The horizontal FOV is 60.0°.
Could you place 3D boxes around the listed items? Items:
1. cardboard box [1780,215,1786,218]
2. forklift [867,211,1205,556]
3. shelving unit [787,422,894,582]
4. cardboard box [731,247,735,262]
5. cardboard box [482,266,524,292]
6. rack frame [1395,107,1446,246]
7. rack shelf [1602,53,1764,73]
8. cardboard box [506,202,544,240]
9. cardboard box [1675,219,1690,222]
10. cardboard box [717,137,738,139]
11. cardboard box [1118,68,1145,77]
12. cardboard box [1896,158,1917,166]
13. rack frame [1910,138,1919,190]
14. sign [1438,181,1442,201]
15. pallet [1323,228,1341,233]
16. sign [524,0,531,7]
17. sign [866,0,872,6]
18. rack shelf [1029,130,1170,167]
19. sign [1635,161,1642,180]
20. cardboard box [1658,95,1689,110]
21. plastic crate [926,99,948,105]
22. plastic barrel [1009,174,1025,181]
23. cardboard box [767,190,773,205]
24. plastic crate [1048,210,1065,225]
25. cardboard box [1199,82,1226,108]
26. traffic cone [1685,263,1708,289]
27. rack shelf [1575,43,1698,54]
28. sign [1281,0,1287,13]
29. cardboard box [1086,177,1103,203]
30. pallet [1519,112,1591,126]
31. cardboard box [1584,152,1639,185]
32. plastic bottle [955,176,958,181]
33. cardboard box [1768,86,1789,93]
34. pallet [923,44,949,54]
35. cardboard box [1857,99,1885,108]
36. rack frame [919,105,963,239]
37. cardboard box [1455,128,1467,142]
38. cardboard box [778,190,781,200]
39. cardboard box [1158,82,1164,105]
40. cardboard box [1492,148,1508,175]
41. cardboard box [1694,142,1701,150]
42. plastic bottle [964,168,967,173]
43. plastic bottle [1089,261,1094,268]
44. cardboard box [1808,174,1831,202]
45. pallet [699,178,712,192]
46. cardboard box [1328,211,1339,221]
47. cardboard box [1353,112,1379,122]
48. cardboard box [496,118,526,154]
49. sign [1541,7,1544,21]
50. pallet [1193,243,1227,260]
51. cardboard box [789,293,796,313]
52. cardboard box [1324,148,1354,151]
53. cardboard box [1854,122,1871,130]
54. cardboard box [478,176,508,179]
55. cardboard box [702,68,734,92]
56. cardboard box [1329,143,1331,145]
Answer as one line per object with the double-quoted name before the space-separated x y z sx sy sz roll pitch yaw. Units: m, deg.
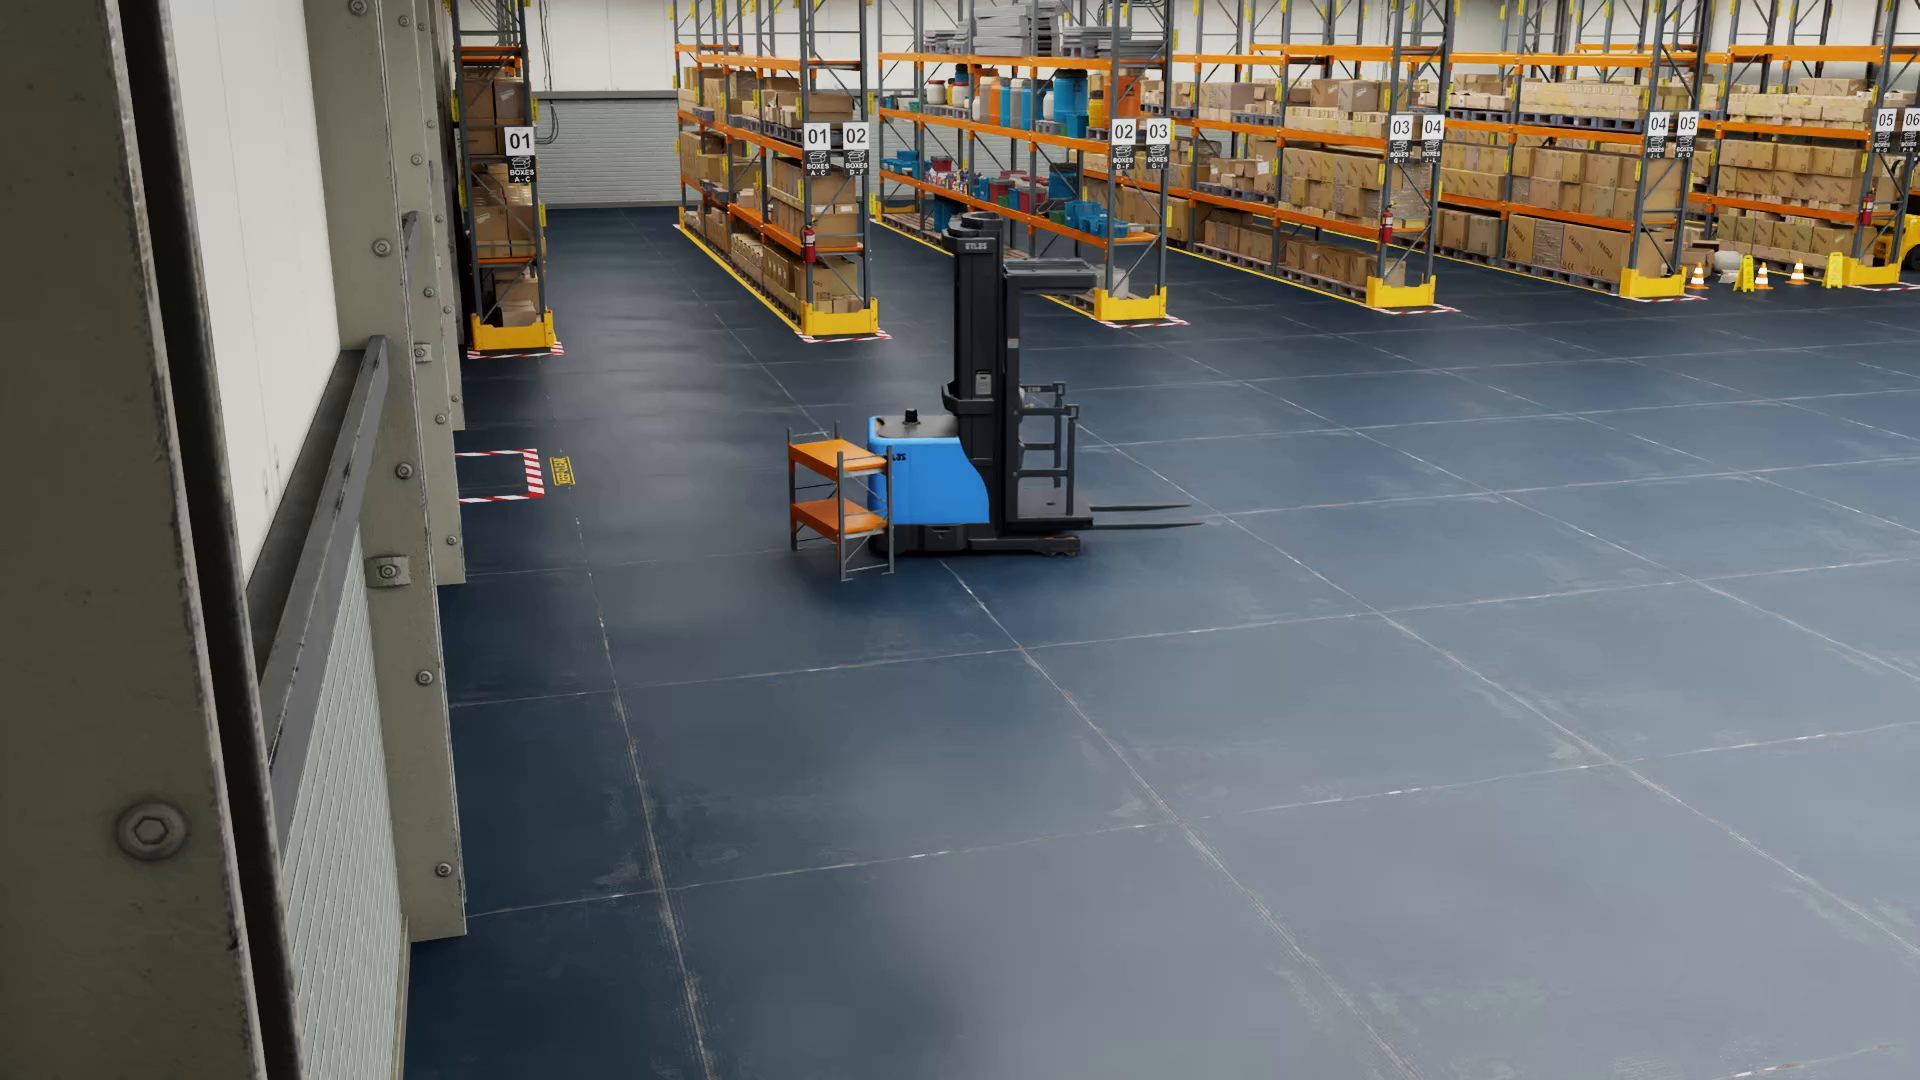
"cardboard box" 16.624 -6.336 33.875 0.500 0.500 0.500 -4 17 -14
"forklift" 0.678 -1.413 14.860 3.031 2.935 1.130 -1 17 -3
"shelving unit" -1.044 -0.353 14.471 0.538 1.125 1.048 -9 19 -28
"cardboard box" -4.230 -5.632 32.836 0.500 0.250 0.500 -5 17 -15
"cardboard box" -7.973 -4.633 29.040 0.700 0.500 0.500 -4 17 -13
"rack frame" 10.231 -8.063 36.877 1.000 3.000 0.127 -5 17 -15
"rack shelf" 15.512 -10.266 35.729 1.077 0.370 4.000 -5 17 -15
"cardboard box" -6.498 -4.763 24.816 0.500 0.500 0.500 -5 17 -15
"cardboard box" 15.522 -6.854 36.690 0.950 0.372 0.625 -4 17 -13
"cardboard box" -5.192 -8.845 37.569 0.500 0.500 0.500 -5 18 -17
"cardboard box" 4.082 -11.158 39.587 0.500 0.250 0.500 -6 18 -19
"cardboard box" 20.526 -8.204 36.048 0.380 0.149 0.250 -4 17 -13
"rack frame" 20.833 -7.769 35.899 1.000 3.000 0.127 -5 17 -15
"sign" 8.154 -5.943 28.316 0.100 0.325 0.005 -5 17 -15
"pallet" 9.347 -7.618 40.245 1.003 0.211 1.213 -5 17 -15
"sign" -6.134 -7.712 23.520 0.100 0.325 0.005 -5 17 -15
"sign" -1.358 -8.142 24.814 0.100 0.325 0.005 -5 17 -15
"rack shelf" 2.321 -6.739 28.508 1.077 0.370 4.000 -5 17 -15
"sign" 11.904 -6.479 29.179 0.100 0.325 0.005 -5 17 -15
"cardboard box" 12.543 -7.760 29.495 0.500 0.250 0.500 -5 17 -15
"plastic crate" -0.505 -10.153 38.848 0.497 0.269 0.590 -5 17 -15
"plastic barrel" 1.160 -7.093 33.454 0.421 0.512 0.421 0 17 0
"cardboard box" -3.333 -6.217 30.559 0.500 0.500 0.500 -3 17 -11
"plastic crate" 1.873 -5.701 29.384 0.450 0.188 0.662 -5 17 -15
"cardboard box" 5.316 -9.272 34.646 0.500 0.500 0.500 -5 17 -15
"traffic cone" 13.649 -4.894 30.738 0.336 0.463 0.334 -5 17 -15
"rack shelf" 18.085 -13.062 44.349 1.077 0.370 4.000 -5 17 -15
"sign" 6.001 -9.943 30.810 0.100 0.325 0.005 -5 17 -15
"cardboard box" 3.738 -8.672 41.870 0.875 0.875 0.875 -5 17 -15
"pallet" 11.545 -8.123 32.019 1.003 0.211 1.213 -5 17 -15
"cardboard box" 12.101 -6.855 30.719 0.875 0.550 0.550 -5 17 -15
"plastic bottle" -0.076 -7.708 35.899 0.061 0.283 0.133 -5 17 -15
"cardboard box" 19.355 -10.645 39.311 0.380 0.149 0.250 -4 17 -13
"pallet" -0.171 -10.778 36.512 1.003 0.211 1.213 -5 17 -15
"cardboard box" 16.784 -8.037 30.630 0.380 0.149 0.250 -5 17 -15
"rack frame" -0.428 -8.413 38.044 1.000 3.000 0.127 -5 17 -15
"cardboard box" 13.187 -10.505 43.095 0.500 0.500 0.500 -4 17 -15
"cardboard box" -2.890 -5.866 28.262 0.380 0.149 0.250 -5 17 -16
"cardboard box" 4.852 -9.949 37.033 0.797 0.503 0.637 -5 17 -16
"cardboard box" 11.188 -7.620 33.491 0.700 0.500 0.500 -5 17 -16
"cardboard box" 15.516 -8.377 35.375 0.380 0.149 0.250 -5 17 -17
"plastic bottle" 0.140 -8.161 37.291 0.144 0.351 0.185 -5 17 -15
"plastic bottle" 2.367 -4.845 30.004 0.144 0.351 0.185 -5 17 -16
"cardboard box" 16.614 -6.727 31.738 0.500 0.500 0.500 -5 17 -15
"pallet" -5.077 -7.701 36.007 1.003 0.211 1.213 -5 17 -15
"cardboard box" 6.842 -5.834 29.896 0.380 0.149 0.250 -5 17 -15
"cardboard box" 7.025 -7.309 28.722 0.380 0.149 0.250 -5 17 -15
"cardboard box" -6.507 -5.917 24.312 0.500 0.500 0.500 -4 17 -14
"sign" 14.382 -12.993 41.101 0.100 0.325 0.005 -5 17 -15
"pallet" 5.647 -6.147 35.346 1.003 0.211 1.213 -5 17 -15
"cardboard box" -2.474 -3.850 26.902 0.500 0.250 0.500 -5 17 -15
"cardboard box" 7.060 -7.020 30.978 0.500 0.500 0.500 -5 17 -15
"cardboard box" 16.794 -7.662 30.766 0.380 0.149 0.250 -5 17 -15
"cardboard box" -8.351 -6.310 30.104 0.700 0.500 0.500 -5 17 -15
"cardboard box" -5.362 -10.117 36.592 0.700 0.500 0.500 -5 17 -15
"cardboard box" 8.742 -9.947 40.721 0.500 0.500 0.500 -5 18 -17
